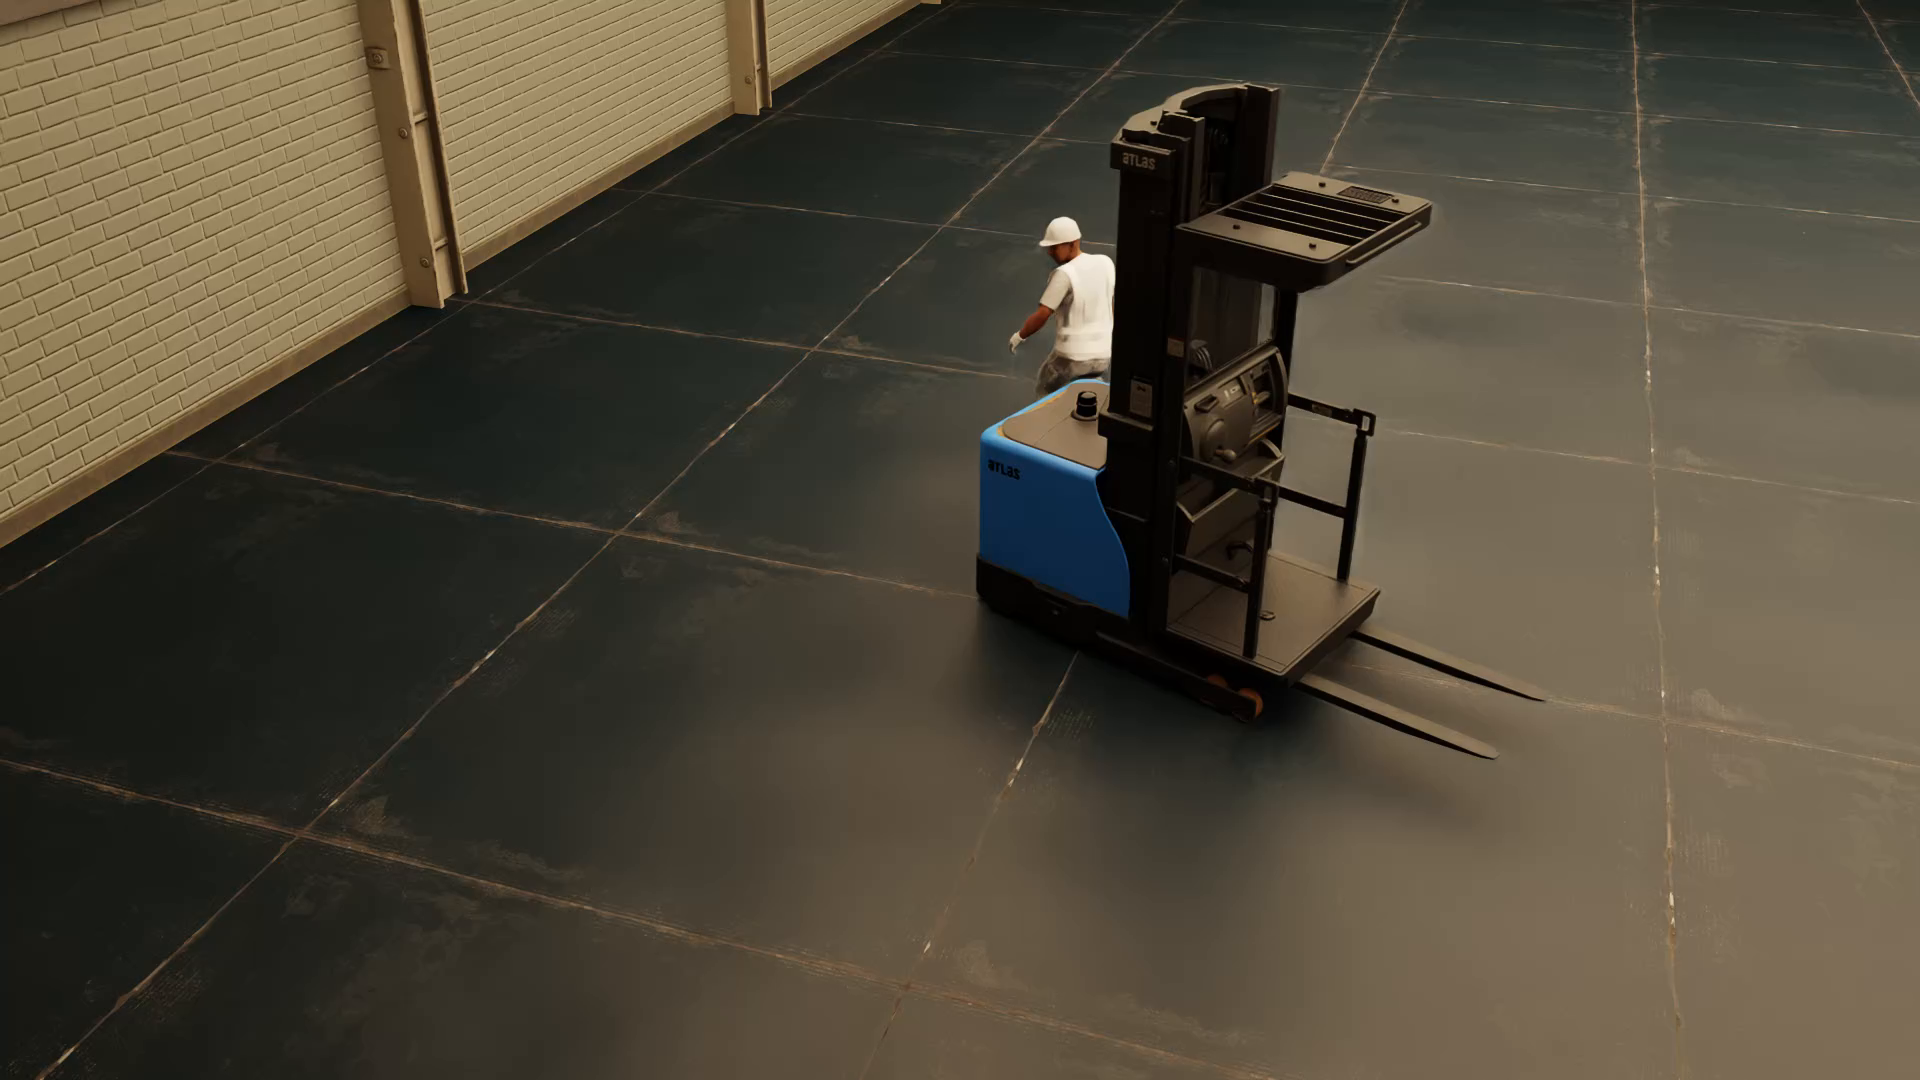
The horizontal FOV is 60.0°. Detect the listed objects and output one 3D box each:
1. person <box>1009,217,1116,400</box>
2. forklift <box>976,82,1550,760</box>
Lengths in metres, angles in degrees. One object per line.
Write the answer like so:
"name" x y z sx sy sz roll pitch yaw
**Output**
"person" 0.820 -1.273 10.777 1.015 1.625 0.540 -17 34 -27
"forklift" 1.556 -0.647 8.272 3.031 2.935 1.130 22 36 33
